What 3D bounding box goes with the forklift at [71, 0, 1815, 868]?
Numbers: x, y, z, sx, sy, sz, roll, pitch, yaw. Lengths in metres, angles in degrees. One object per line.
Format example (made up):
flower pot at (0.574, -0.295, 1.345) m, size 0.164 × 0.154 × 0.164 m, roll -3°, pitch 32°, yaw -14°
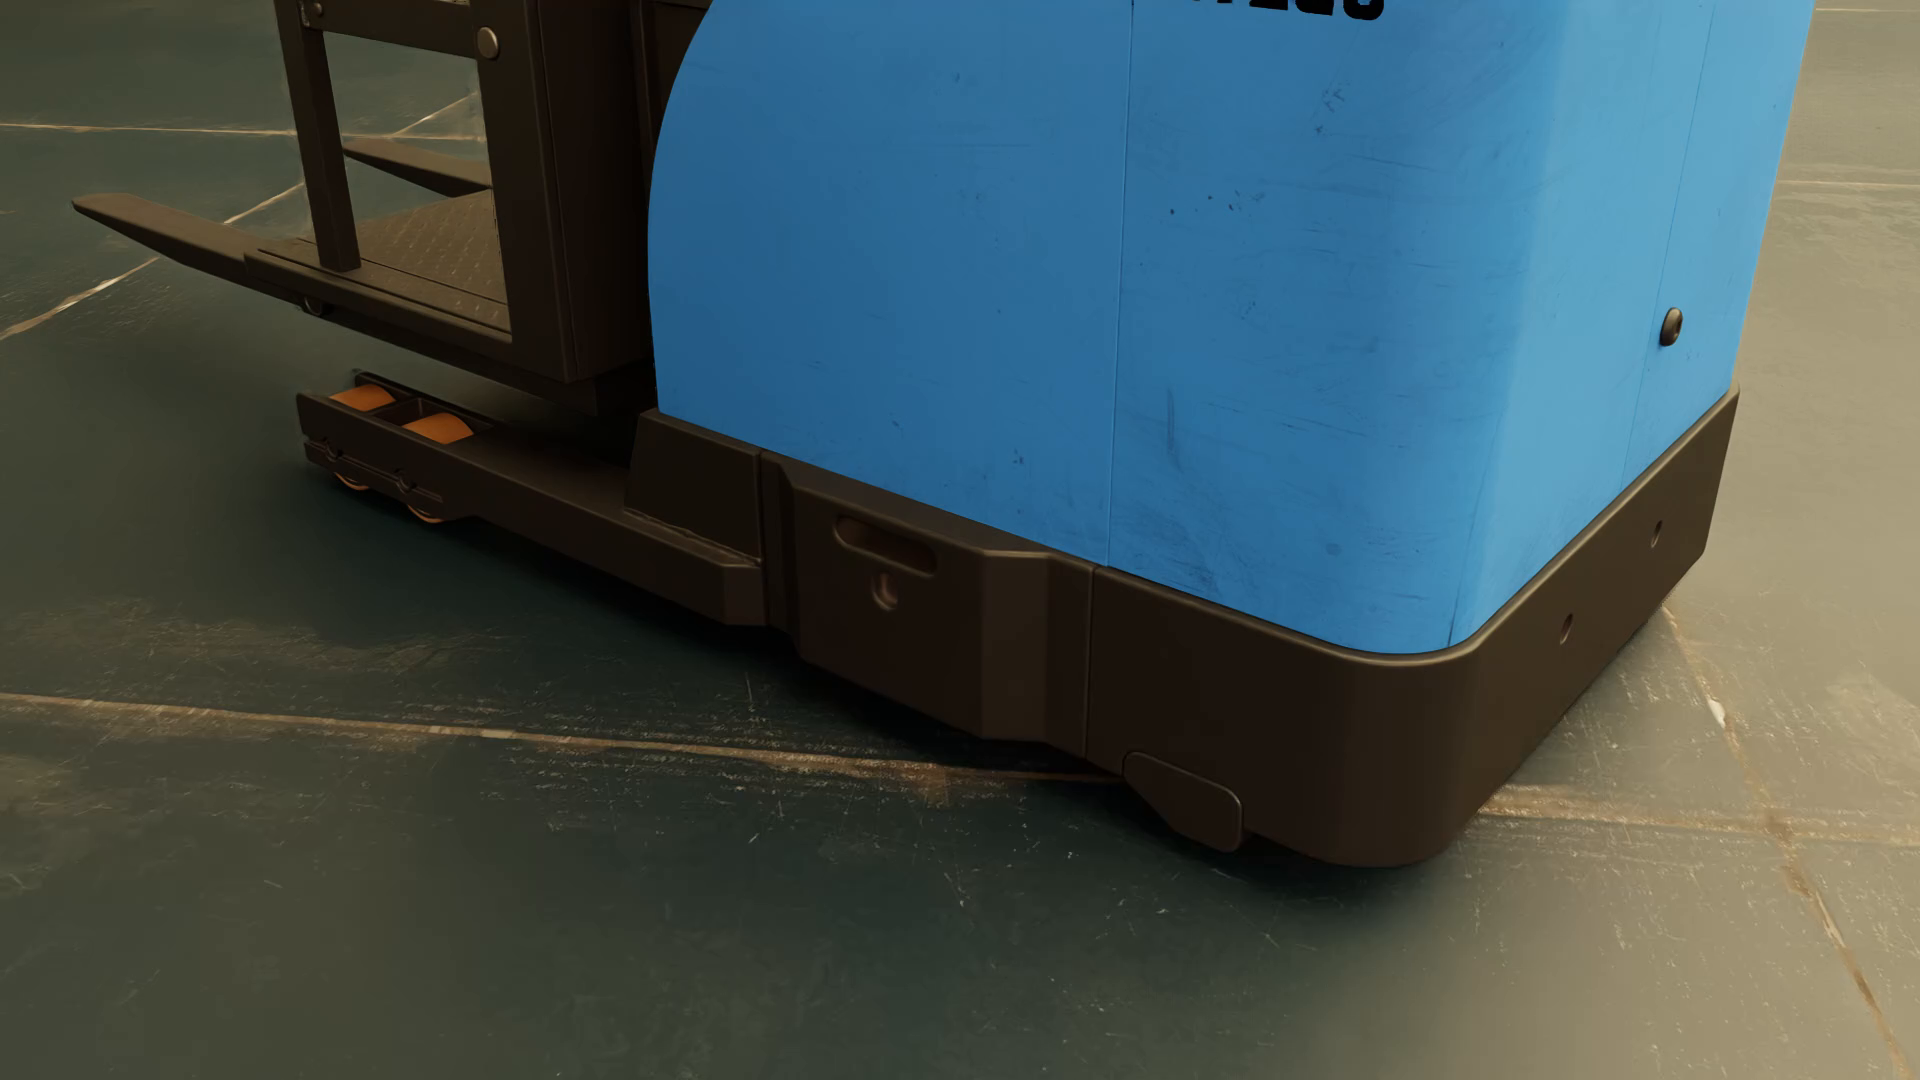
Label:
forklift at (-0.422, -1.501, 2.225) m, size 3.031 × 2.935 × 1.130 m, roll 20°, pitch 33°, yaw 34°
